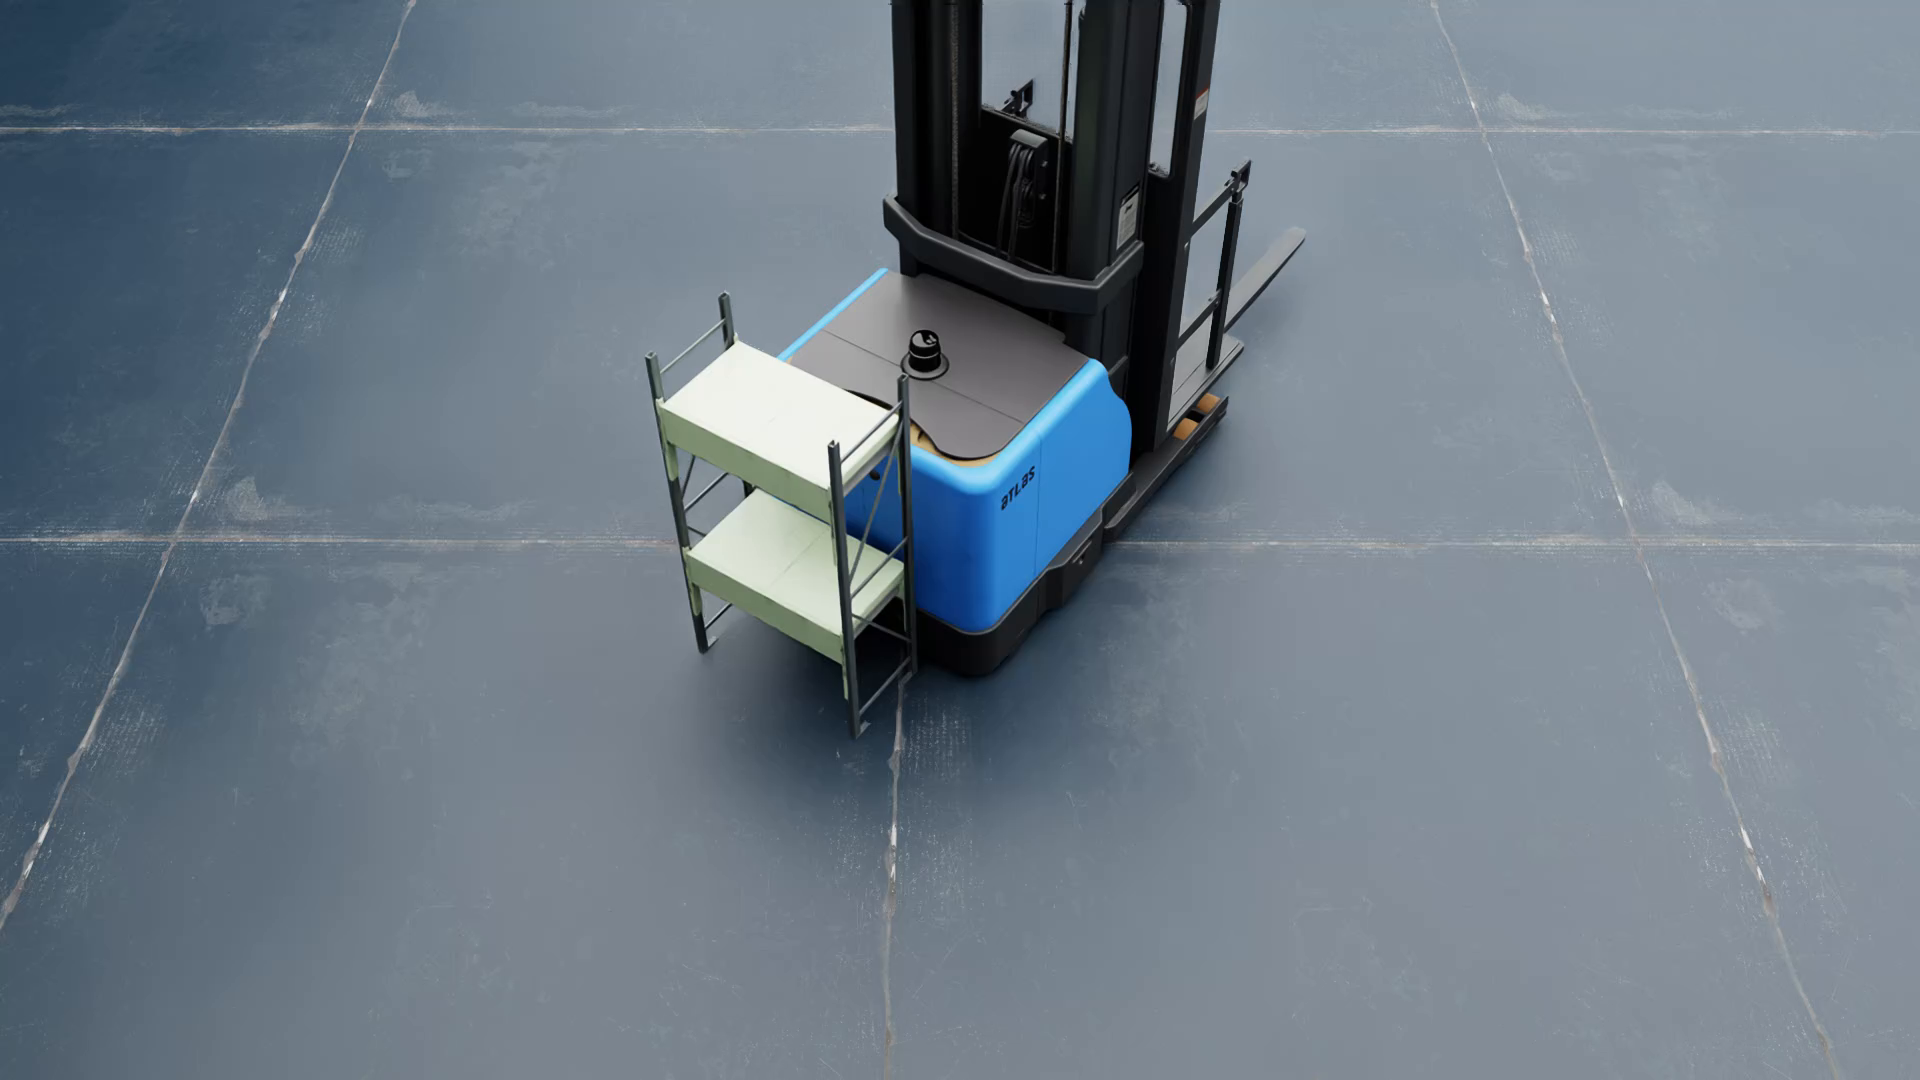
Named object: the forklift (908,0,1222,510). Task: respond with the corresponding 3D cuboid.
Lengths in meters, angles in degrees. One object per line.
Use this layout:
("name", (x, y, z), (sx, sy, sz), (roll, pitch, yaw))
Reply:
("forklift", (19.672, -3.823, 4.234), (32.329, 9.011, 25.083), (27, 53, 23))

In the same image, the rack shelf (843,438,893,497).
("rack shelf", (-0.586, -0.359, 5.510), (0.664, 0.071, 0.332), (26, 52, 22))

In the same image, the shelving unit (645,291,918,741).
("shelving unit", (15.767, -0.658, 6.419), (26.922, 1.500, 20.123), (26, 52, 22))

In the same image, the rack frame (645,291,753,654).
("rack frame", (-0.890, -0.195, 5.987), (0.023, 1.500, 0.400), (26, 52, 22))

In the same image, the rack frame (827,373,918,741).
("rack frame", (-0.283, 0.105, 5.708), (0.023, 1.500, 0.400), (26, 52, 22))

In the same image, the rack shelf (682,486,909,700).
("rack shelf", (15.774, -0.351, 6.742), (26.904, 0.609, 20.123), (26, 52, 22))
